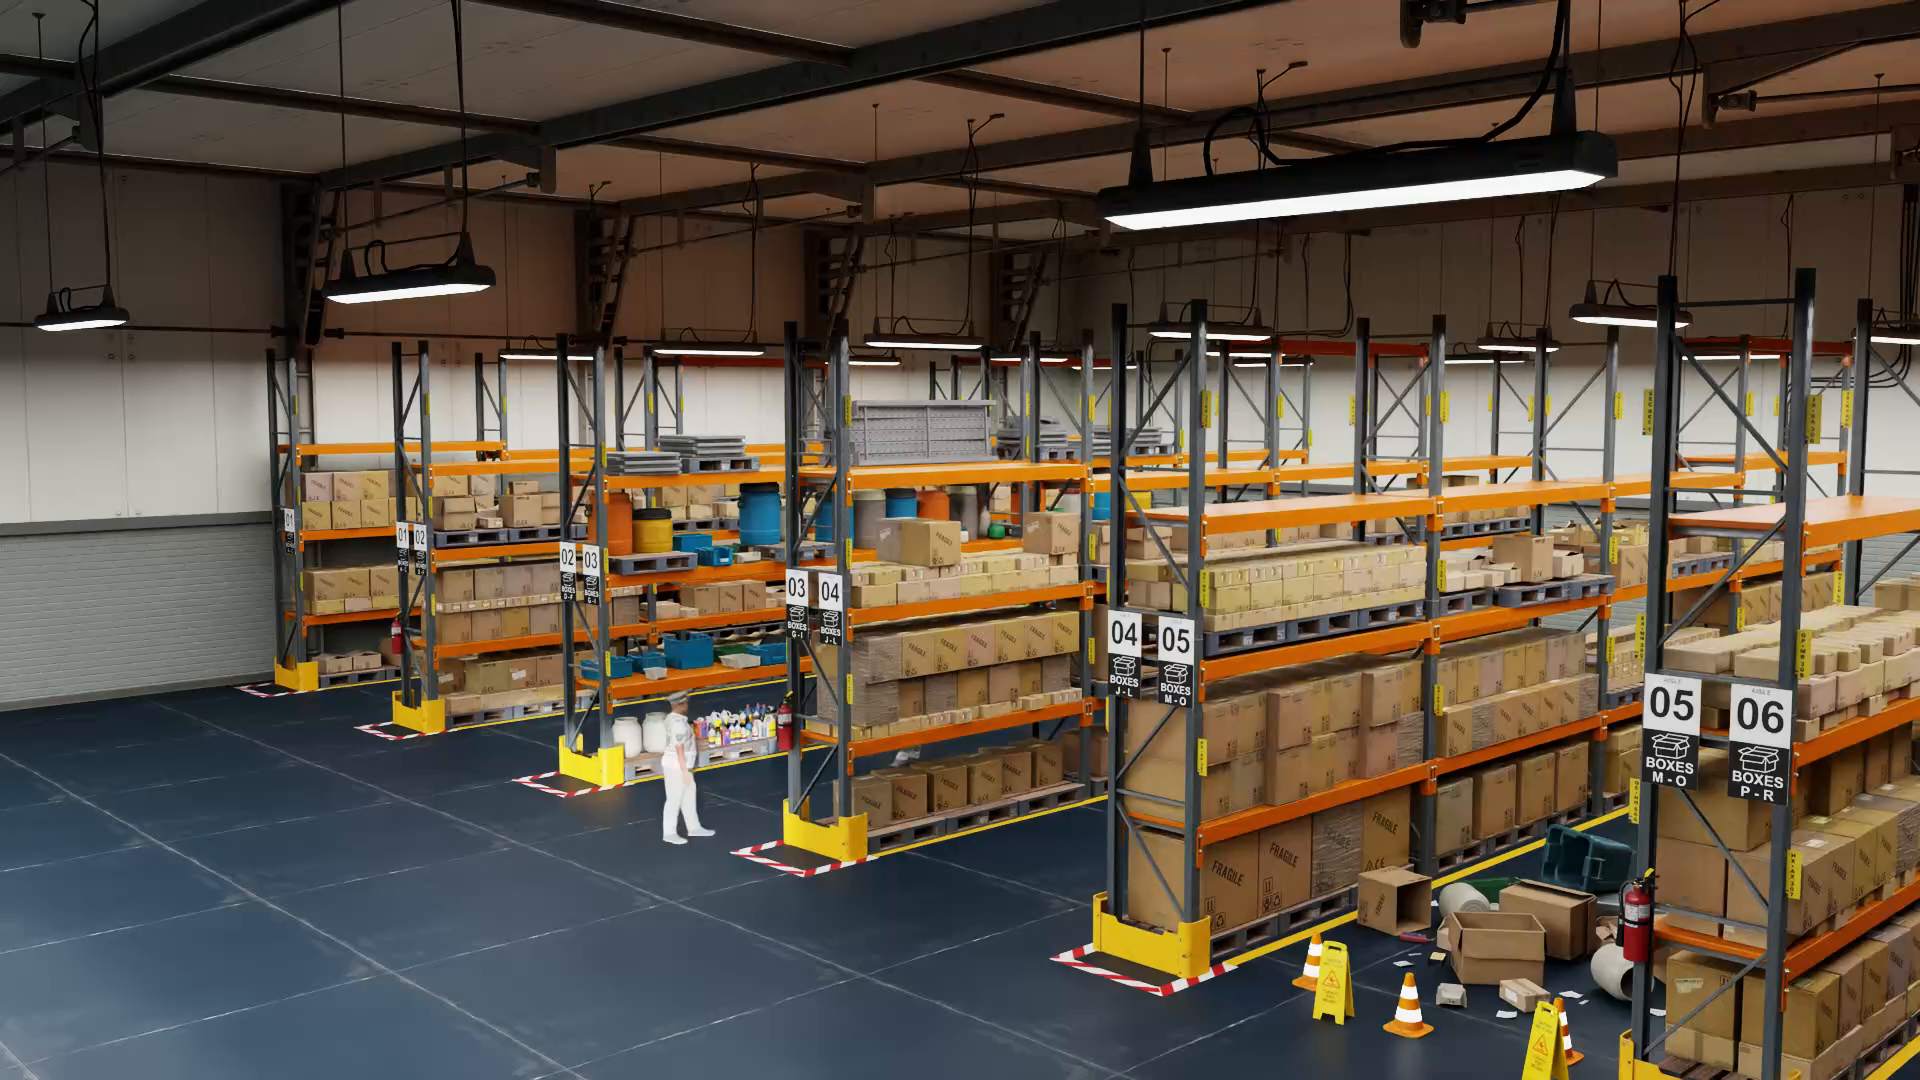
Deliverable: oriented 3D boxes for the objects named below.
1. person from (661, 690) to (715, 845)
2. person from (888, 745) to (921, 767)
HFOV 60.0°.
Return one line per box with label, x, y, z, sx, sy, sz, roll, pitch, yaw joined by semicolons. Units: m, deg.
person;-3.162;2.619;19.264;0.578;1.759;0.589;0;5;-2
person;-0.708;2.258;23.361;0.377;1.822;0.643;3;6;30
